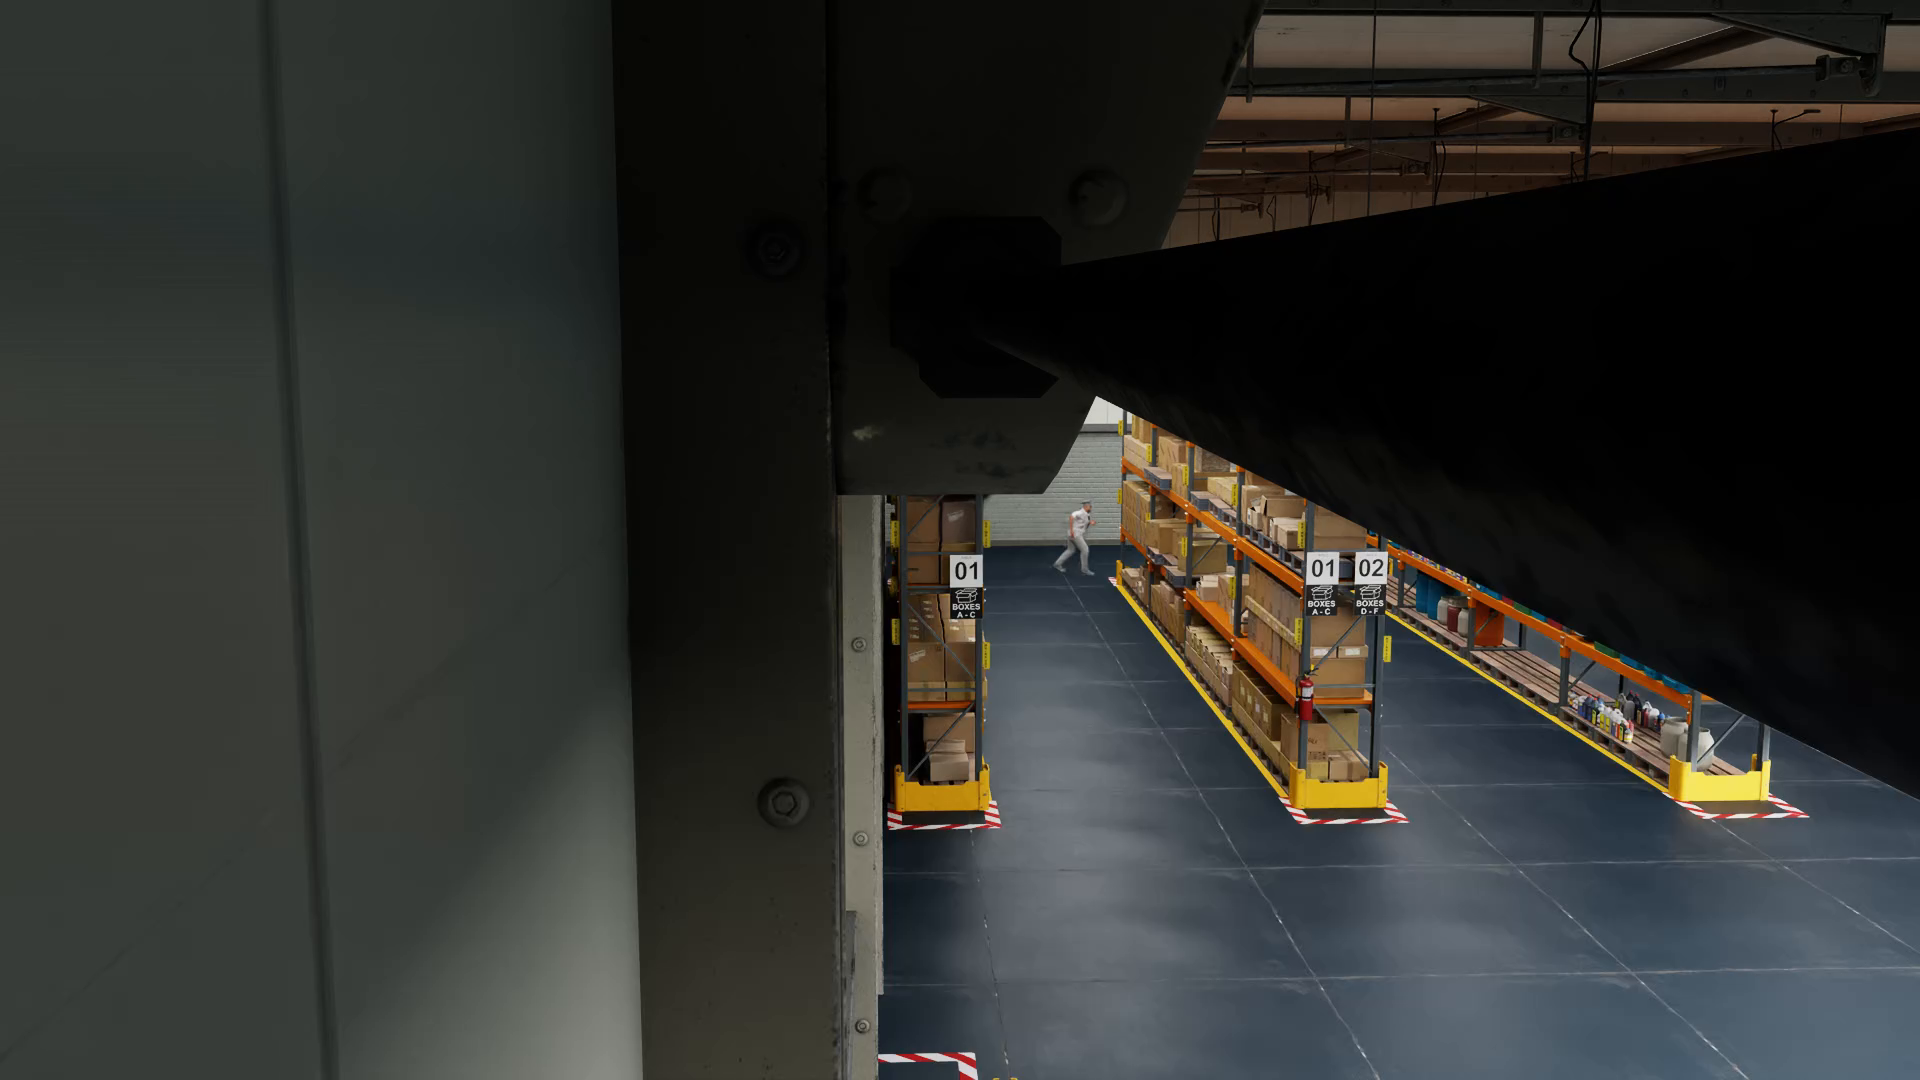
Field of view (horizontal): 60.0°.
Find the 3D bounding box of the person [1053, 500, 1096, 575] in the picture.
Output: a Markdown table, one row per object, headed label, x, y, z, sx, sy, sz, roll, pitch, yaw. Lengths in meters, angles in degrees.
| label | x | y | z | sx | sy | sz | roll | pitch | yaw |
| --- | --- | --- | --- | --- | --- | --- | --- | --- | --- |
| person | 2.618 | -0.078 | 37.800 | 0.954 | 1.713 | 0.677 | 1 | 8 | 5 |
